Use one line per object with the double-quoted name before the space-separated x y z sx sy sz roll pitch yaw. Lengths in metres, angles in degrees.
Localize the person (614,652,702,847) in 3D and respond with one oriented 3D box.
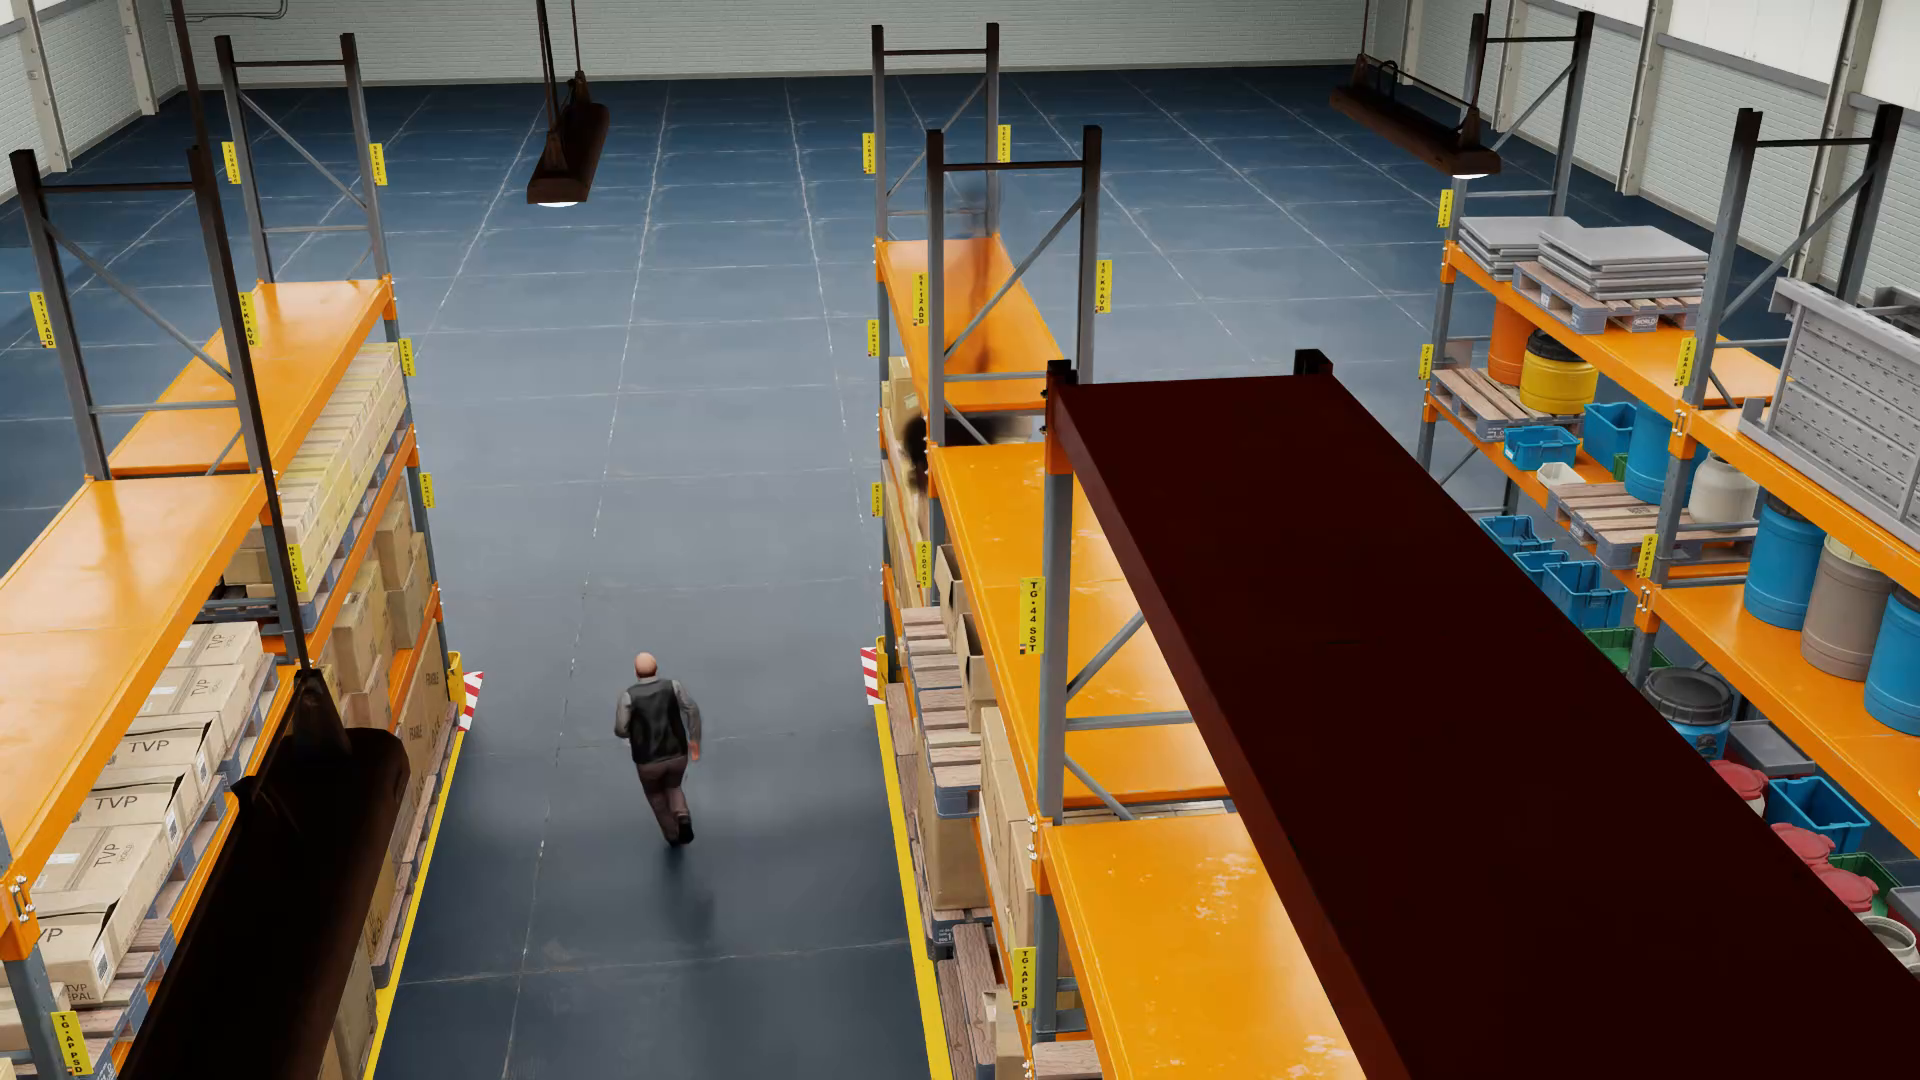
"person" -2.329 1.726 13.020 0.653 1.660 0.762 -14 29 -27
